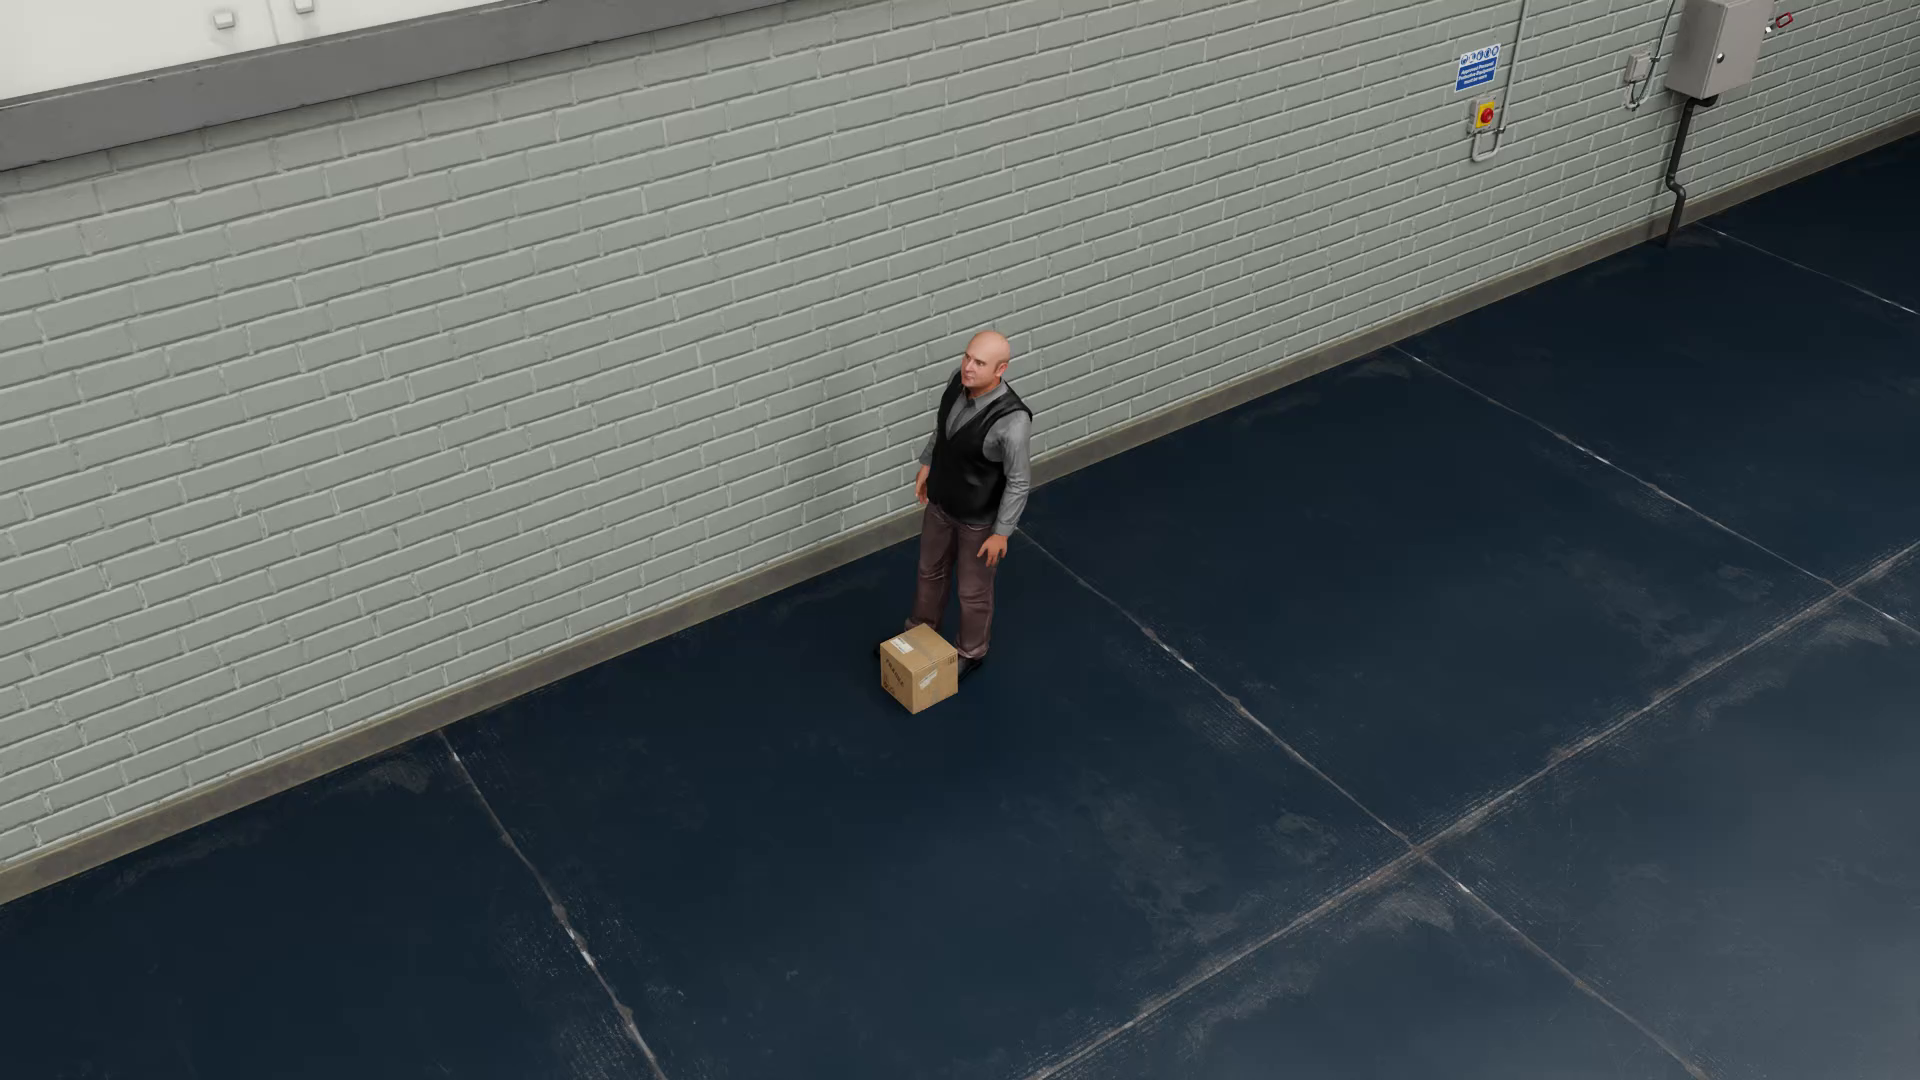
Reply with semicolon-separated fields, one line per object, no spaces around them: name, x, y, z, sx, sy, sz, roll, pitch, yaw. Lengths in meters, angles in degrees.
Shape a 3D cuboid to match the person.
person;-0.022;-0.113;7.165;0.552;1.720;0.632;-22;42;-28
